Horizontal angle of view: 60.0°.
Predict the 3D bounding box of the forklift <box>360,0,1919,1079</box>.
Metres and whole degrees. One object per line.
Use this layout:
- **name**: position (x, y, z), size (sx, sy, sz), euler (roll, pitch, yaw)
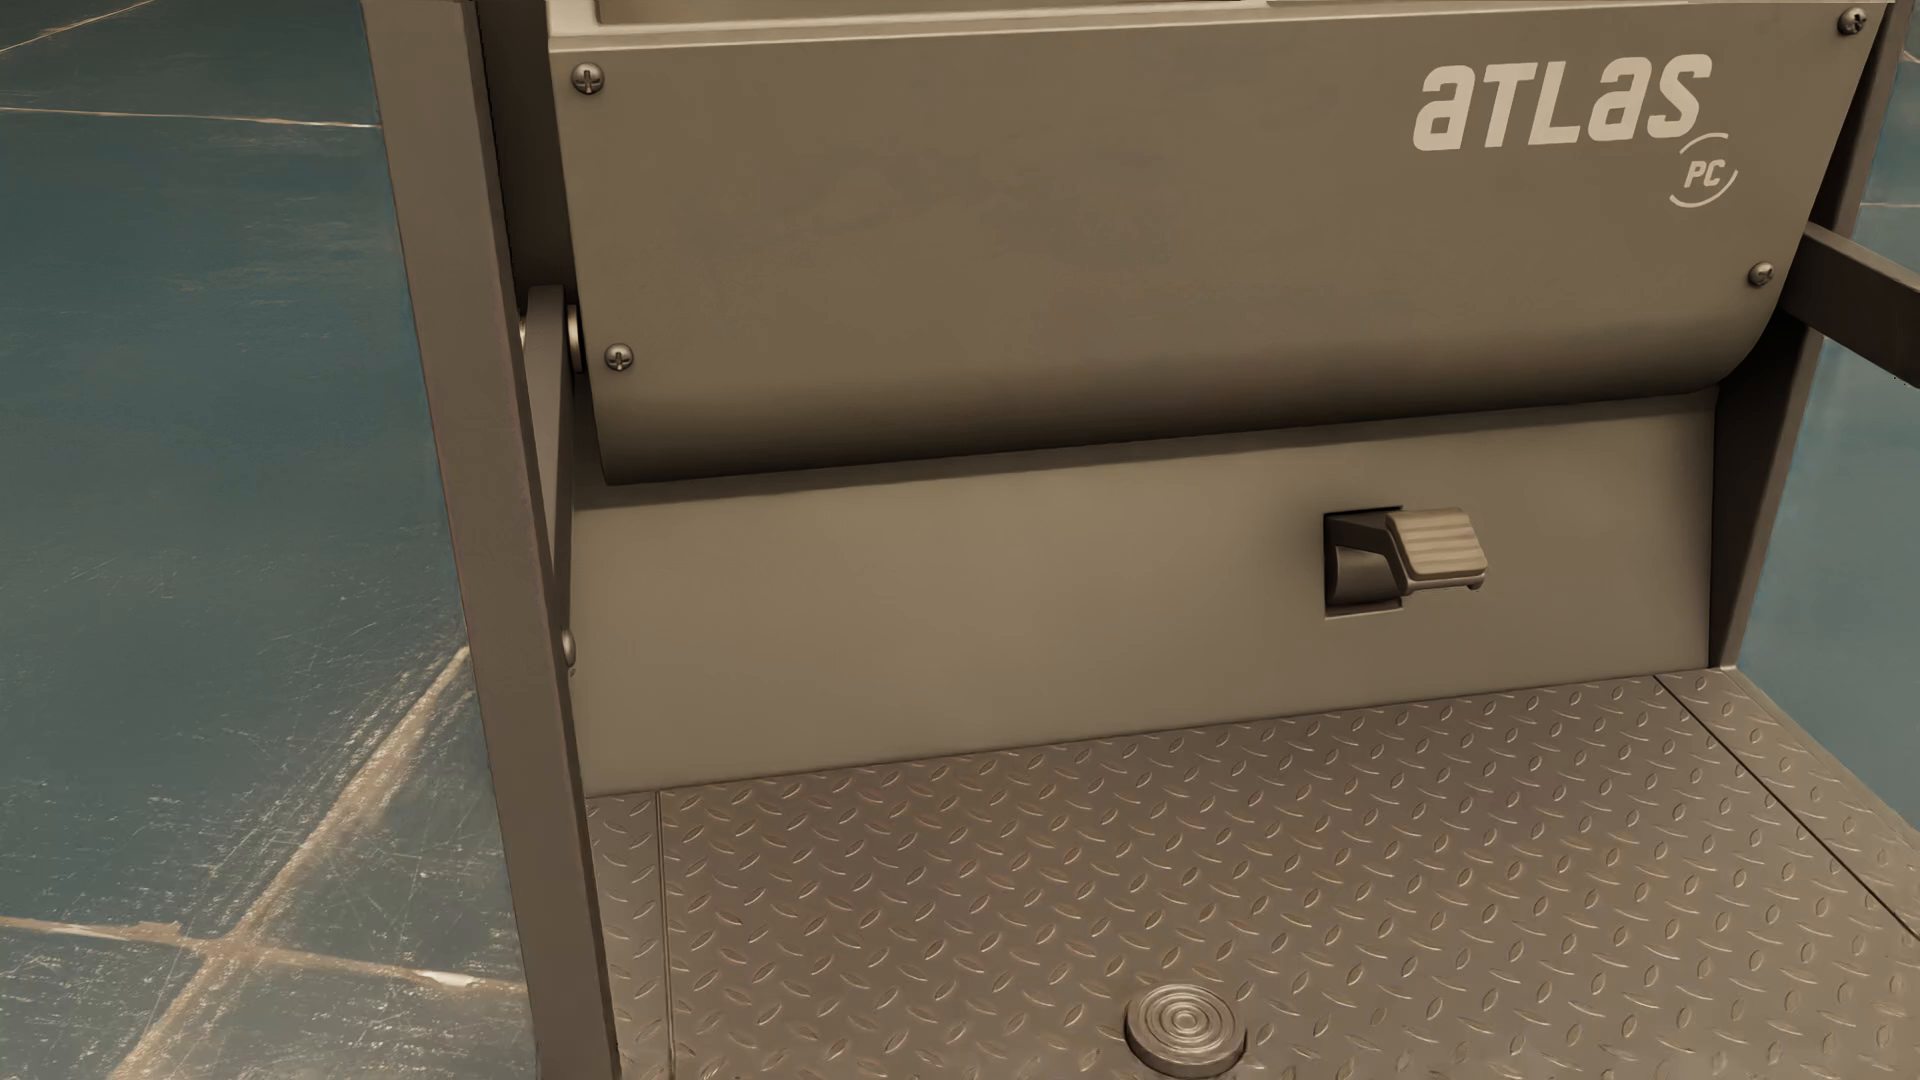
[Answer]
- **forklift**: position (0.231, -0.705, 0.748), size (1.130, 2.935, 3.031), euler (-5, 29, -10)
